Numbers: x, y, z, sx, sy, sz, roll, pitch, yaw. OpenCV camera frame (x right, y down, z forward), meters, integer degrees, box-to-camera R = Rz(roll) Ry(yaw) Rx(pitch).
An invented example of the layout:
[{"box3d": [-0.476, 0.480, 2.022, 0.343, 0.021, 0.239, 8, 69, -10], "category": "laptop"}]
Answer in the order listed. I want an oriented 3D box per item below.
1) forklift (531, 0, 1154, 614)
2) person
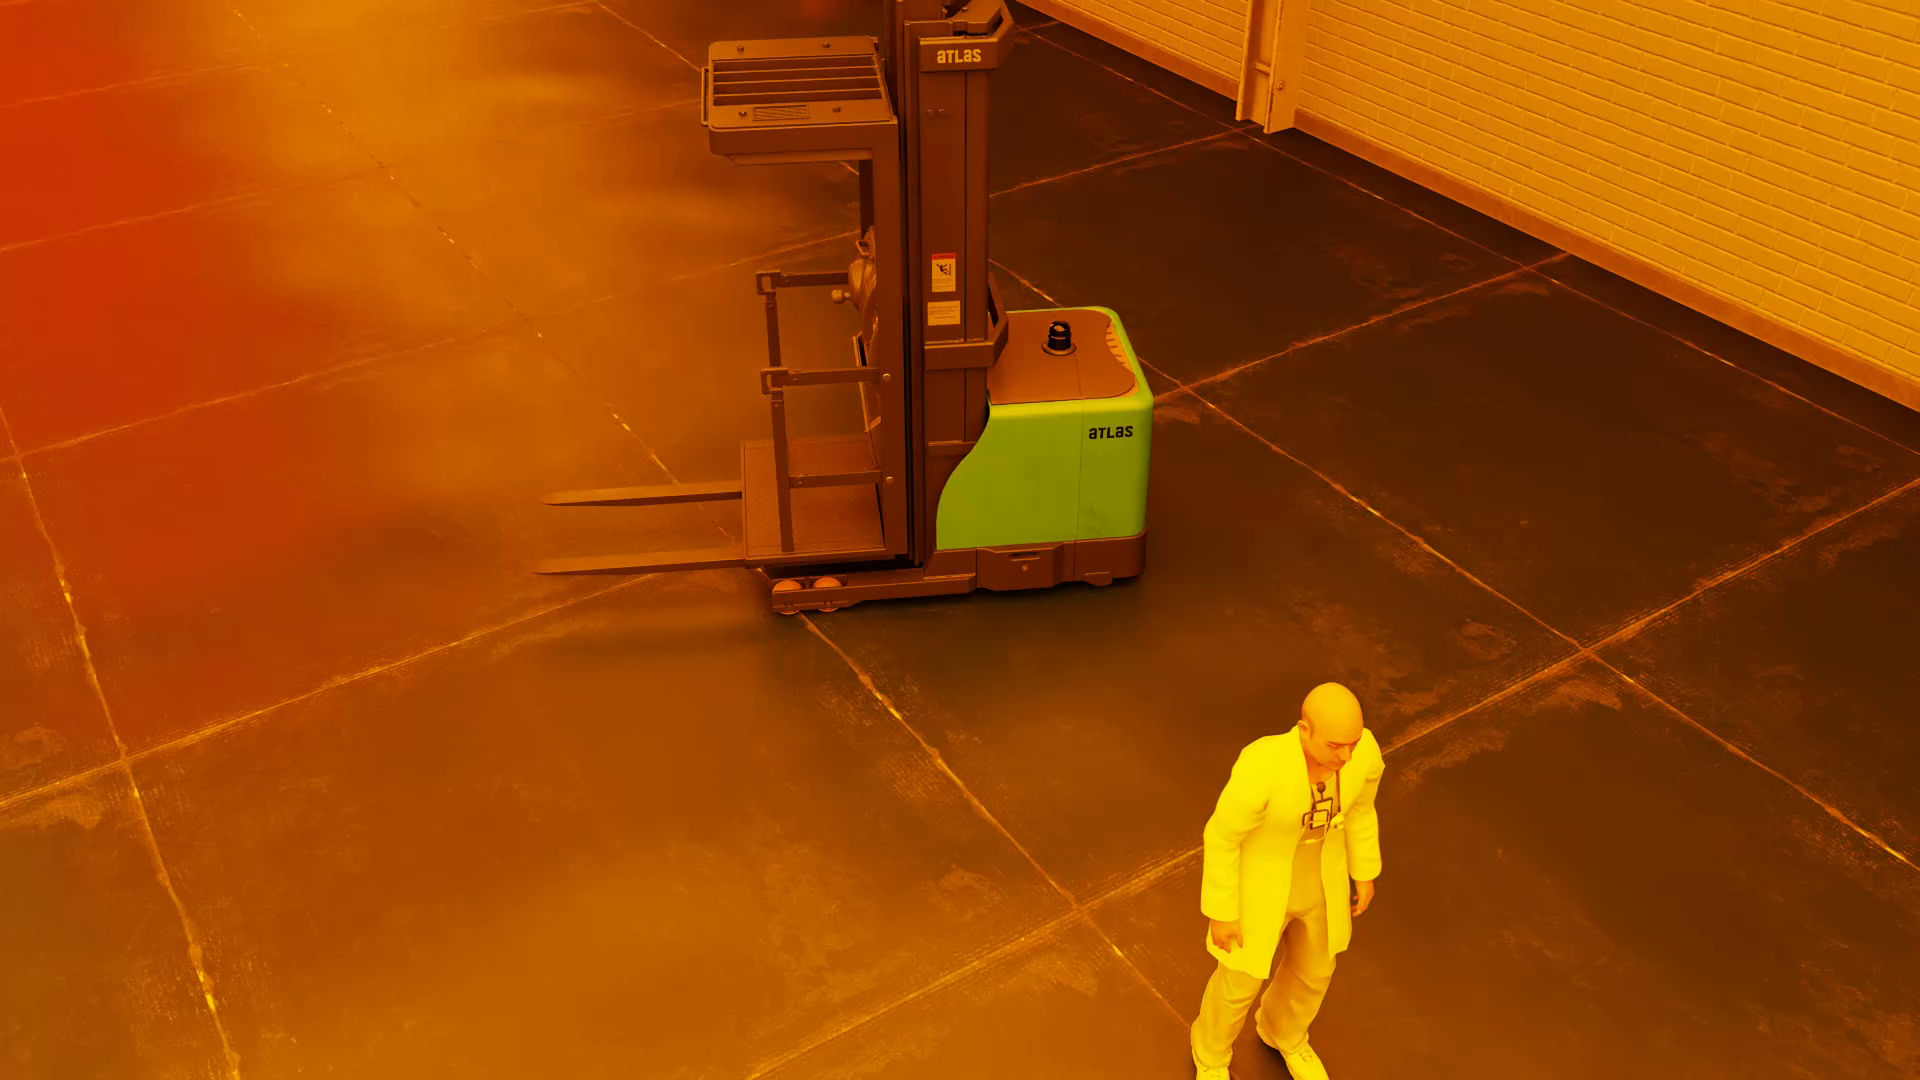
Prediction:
[{"box3d": [-0.625, -1.156, 7.793, 3.031, 2.935, 1.130, -4, 35, -6], "category": "forklift"}, {"box3d": [1.092, 1.160, 5.502, 0.655, 1.775, 0.427, -11, 37, -16], "category": "person"}]
